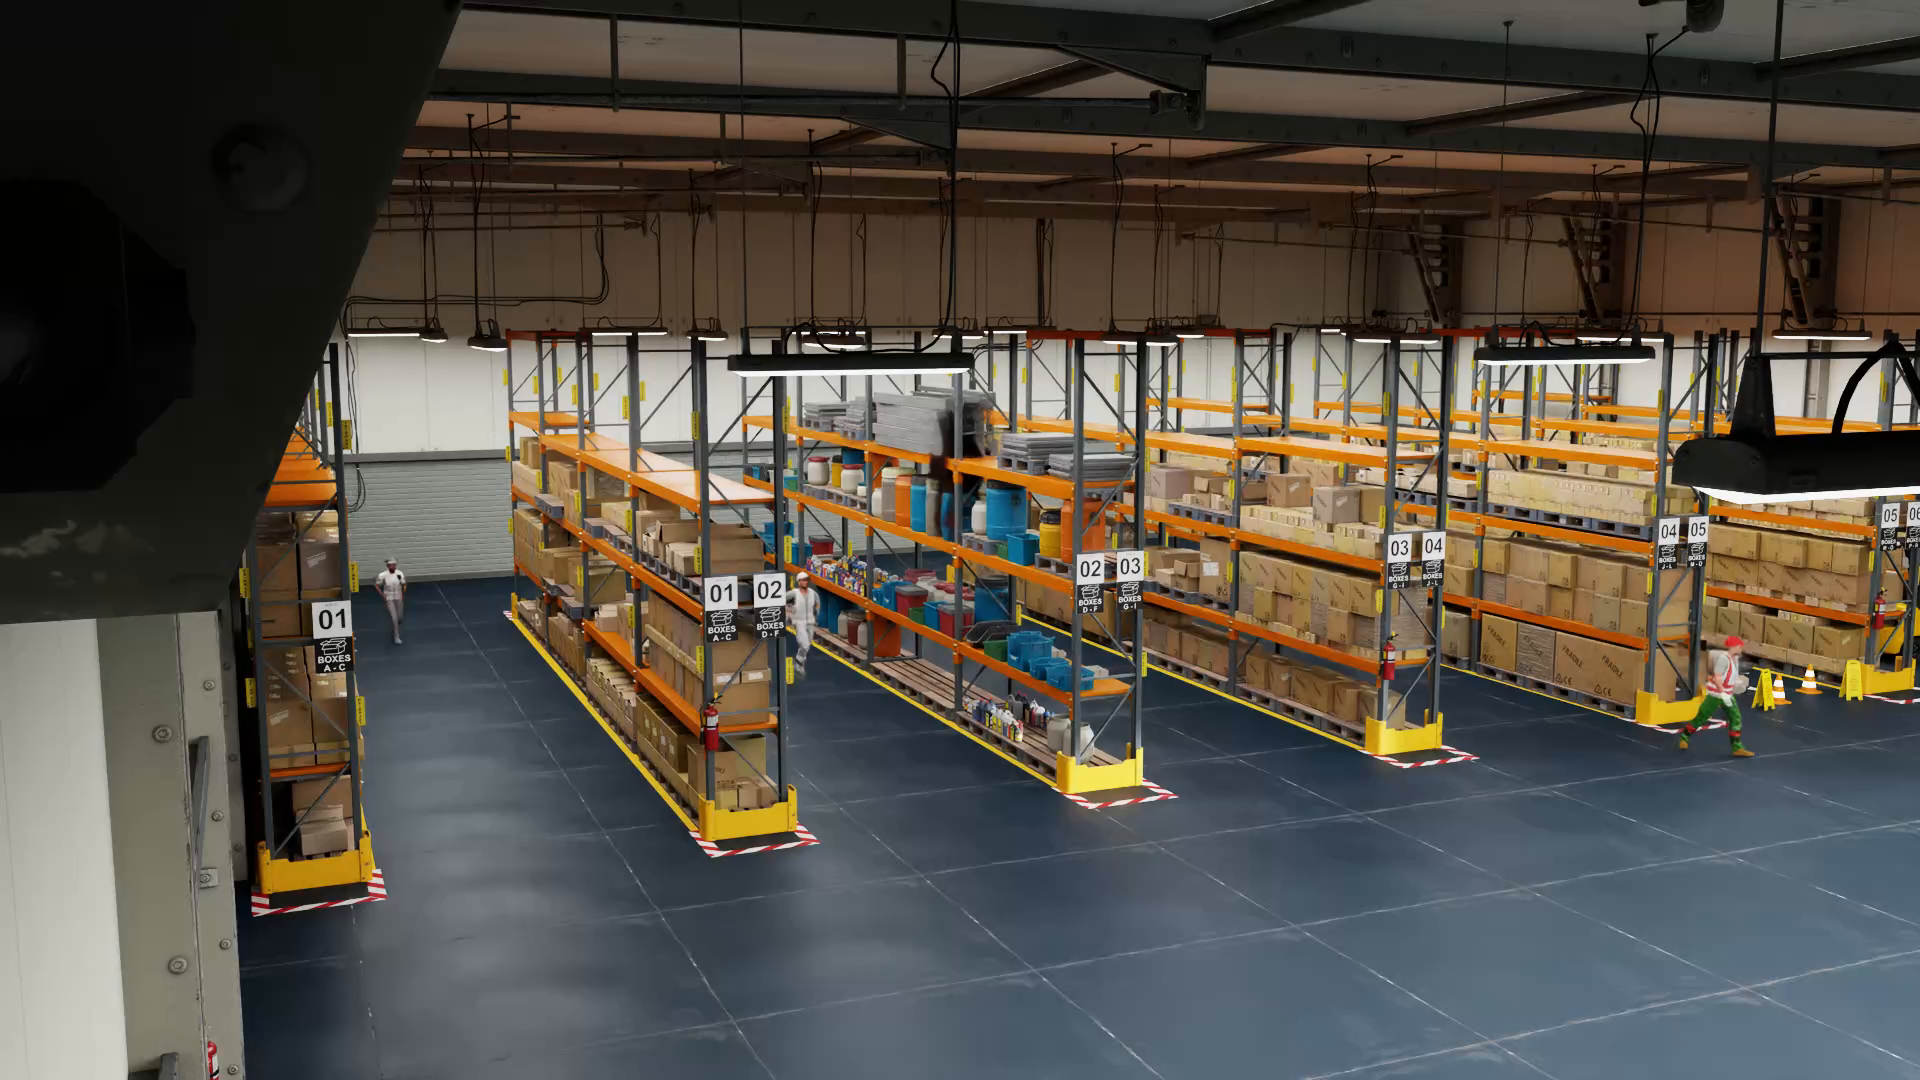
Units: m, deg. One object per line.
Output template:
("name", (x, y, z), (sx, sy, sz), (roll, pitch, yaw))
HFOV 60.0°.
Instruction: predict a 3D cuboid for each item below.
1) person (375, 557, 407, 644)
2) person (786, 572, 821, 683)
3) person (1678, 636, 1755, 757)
("person", (-10.981, 1.148, 32.131), (0.590, 1.675, 0.642), (-5, 9, -33))
("person", (-2.576, 1.444, 27.489), (0.646, 1.835, 0.694), (-6, 10, -35))
("person", (10.927, 2.224, 23.930), (0.696, 1.728, 0.997), (-7, 11, -43))
